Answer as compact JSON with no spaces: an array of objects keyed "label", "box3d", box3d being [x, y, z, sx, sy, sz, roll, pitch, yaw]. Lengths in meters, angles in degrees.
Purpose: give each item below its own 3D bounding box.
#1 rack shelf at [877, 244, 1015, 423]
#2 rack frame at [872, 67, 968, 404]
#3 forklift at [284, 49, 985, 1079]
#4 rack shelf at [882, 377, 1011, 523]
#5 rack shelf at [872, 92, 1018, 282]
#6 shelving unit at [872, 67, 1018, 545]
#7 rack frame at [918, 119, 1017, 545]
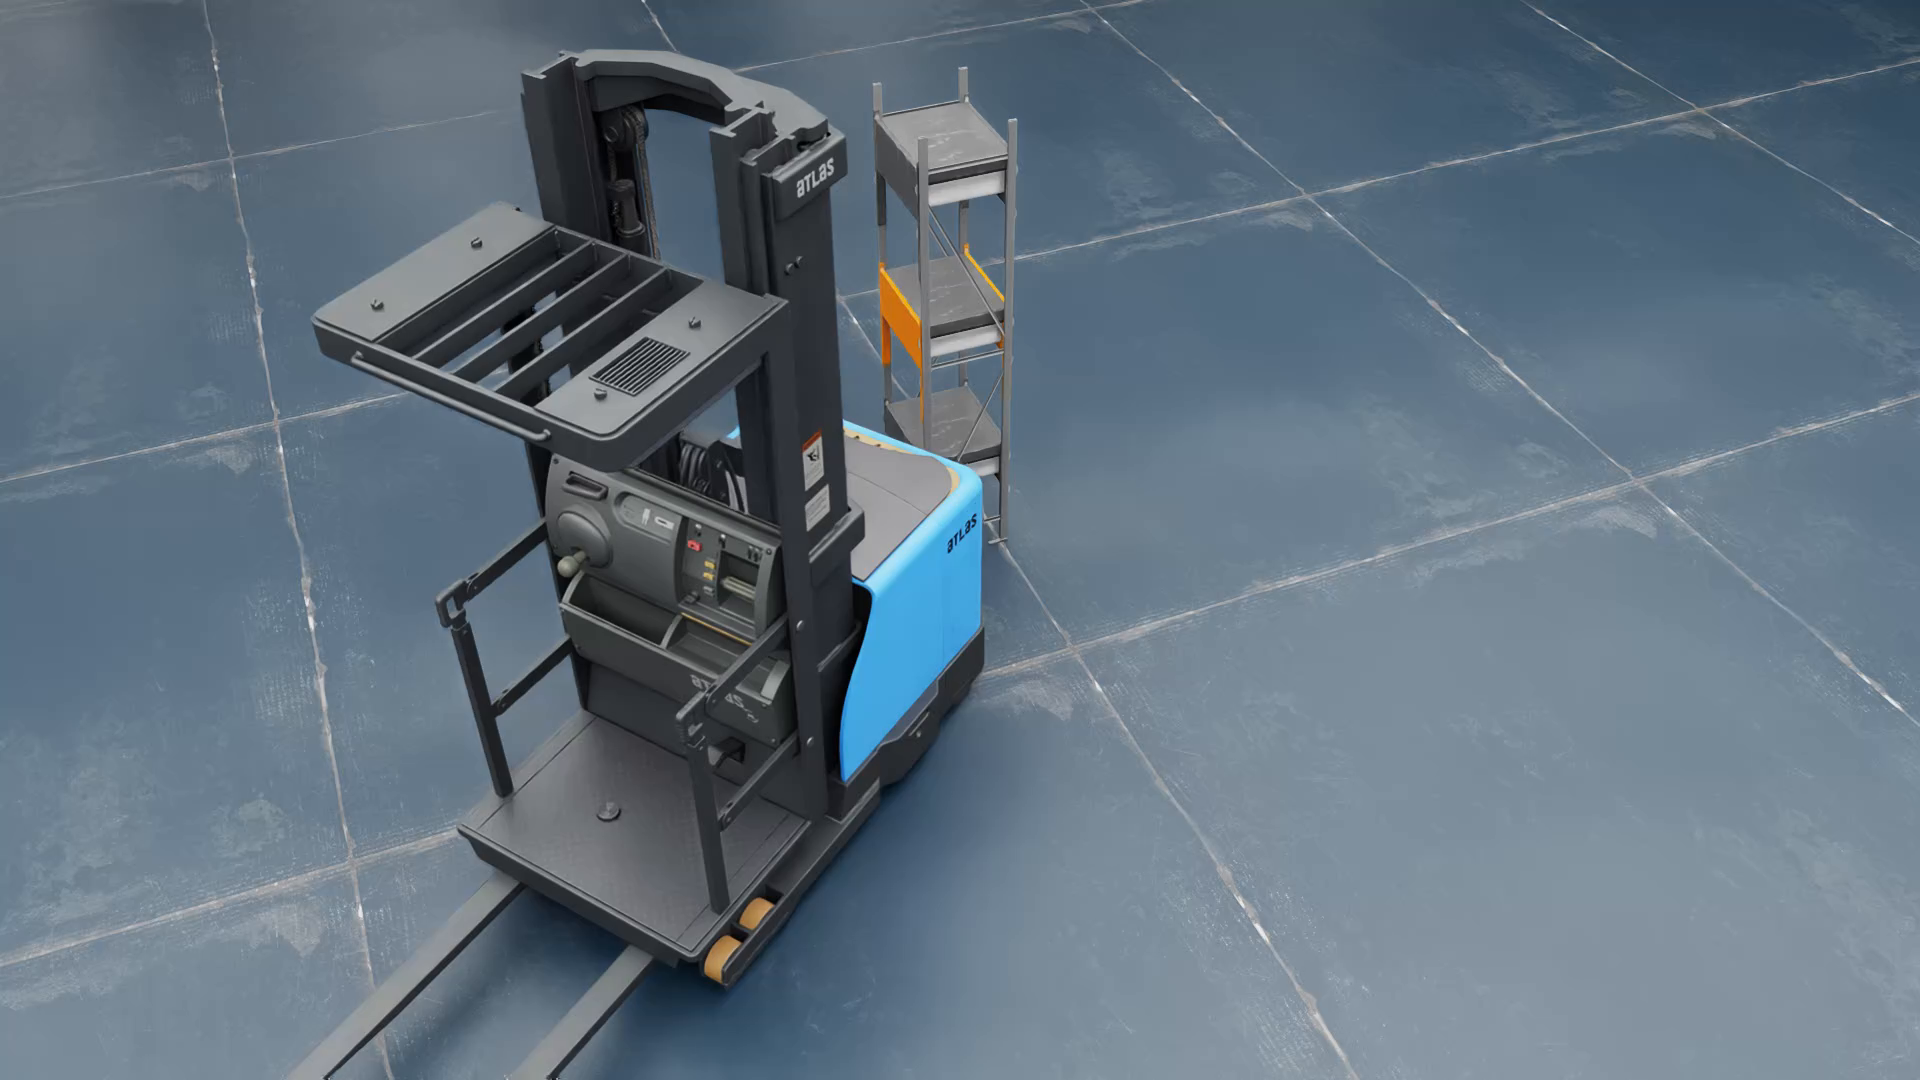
[{"label":"rack shelf","box3d":[-0.063,-0.885,7.109,0.431,0.518,0.480,-15,43,-17]},{"label":"rack frame","box3d":[-0.157,-1.043,7.271,0.400,2.100,0.015,-15,43,-17]},{"label":"forklift","box3d":[-1.098,0.098,5.306,1.130,2.935,3.031,22,45,23]},{"label":"rack shelf","box3d":[-0.063,-0.355,7.565,0.431,0.518,0.480,-15,43,-17]},{"label":"rack shelf","box3d":[-0.063,-1.416,6.652,0.431,0.518,0.480,-15,43,-17]},{"label":"shelving unit","box3d":[-0.063,-0.896,7.100,0.431,2.100,0.503,-15,43,-17]},{"label":"rack frame","box3d":[0.030,-0.749,6.929,0.400,2.100,0.015,-15,43,-17]}]
